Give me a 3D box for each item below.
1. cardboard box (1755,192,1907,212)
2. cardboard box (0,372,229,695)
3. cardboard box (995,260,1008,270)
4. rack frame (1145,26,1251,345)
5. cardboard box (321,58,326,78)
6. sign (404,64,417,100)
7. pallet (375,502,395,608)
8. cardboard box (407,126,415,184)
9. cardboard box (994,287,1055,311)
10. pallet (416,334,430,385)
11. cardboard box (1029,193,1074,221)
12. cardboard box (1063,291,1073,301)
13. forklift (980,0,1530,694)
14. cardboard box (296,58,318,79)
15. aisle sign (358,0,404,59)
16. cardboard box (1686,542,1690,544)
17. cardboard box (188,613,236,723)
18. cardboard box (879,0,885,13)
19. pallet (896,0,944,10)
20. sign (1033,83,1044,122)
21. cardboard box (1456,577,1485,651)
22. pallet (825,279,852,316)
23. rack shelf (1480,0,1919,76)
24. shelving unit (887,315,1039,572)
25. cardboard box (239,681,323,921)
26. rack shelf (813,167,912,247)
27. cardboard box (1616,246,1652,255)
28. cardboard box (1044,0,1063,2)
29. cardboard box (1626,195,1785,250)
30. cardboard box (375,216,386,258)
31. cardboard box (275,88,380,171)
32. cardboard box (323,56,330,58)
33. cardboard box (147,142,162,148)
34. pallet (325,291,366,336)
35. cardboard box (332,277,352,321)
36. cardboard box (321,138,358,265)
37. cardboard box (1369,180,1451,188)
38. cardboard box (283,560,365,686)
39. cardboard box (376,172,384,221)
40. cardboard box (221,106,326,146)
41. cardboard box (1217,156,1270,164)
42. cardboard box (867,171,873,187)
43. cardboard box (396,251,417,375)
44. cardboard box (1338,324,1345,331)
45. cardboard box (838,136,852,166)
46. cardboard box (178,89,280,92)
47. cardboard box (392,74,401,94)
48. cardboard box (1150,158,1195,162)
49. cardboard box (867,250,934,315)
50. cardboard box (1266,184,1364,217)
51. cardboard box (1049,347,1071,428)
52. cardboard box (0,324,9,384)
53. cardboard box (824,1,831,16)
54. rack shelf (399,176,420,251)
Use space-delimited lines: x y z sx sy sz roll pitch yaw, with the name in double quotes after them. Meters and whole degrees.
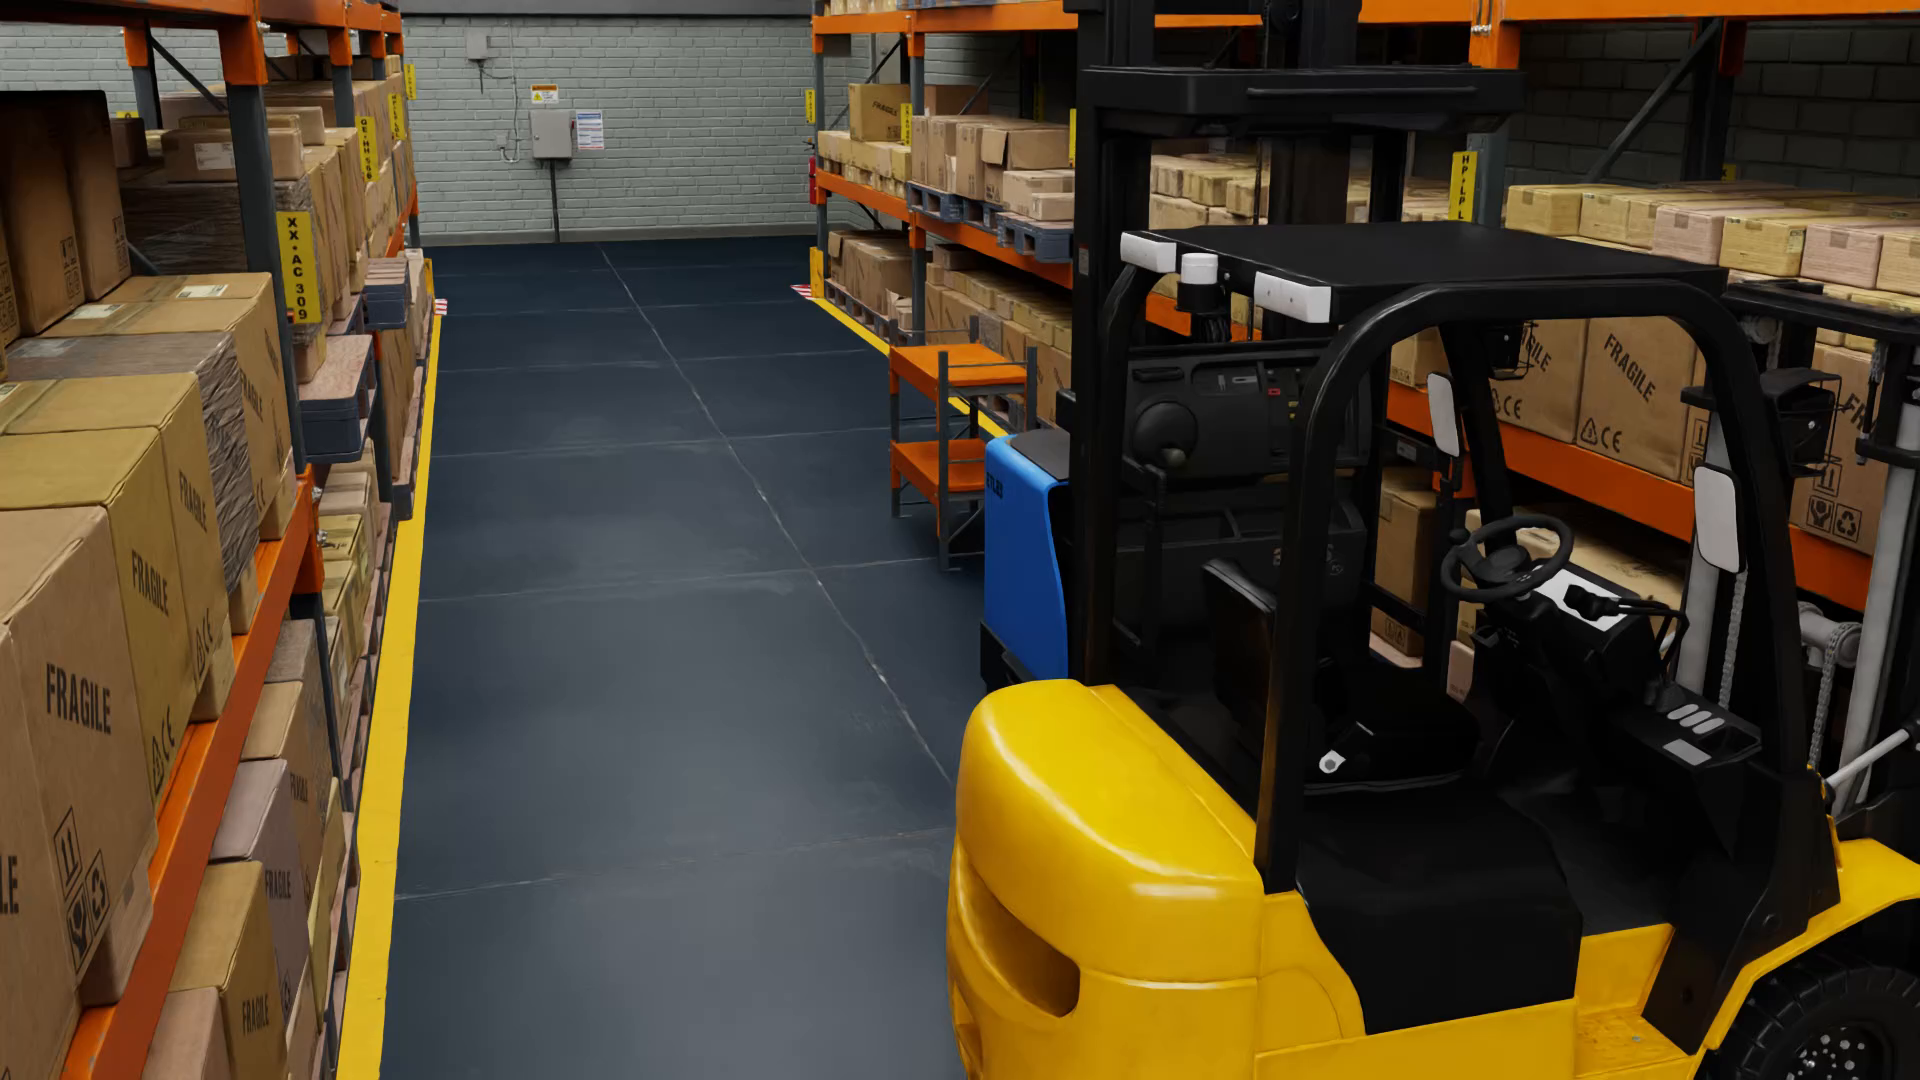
2.790 -1.029 5.345 0.380 0.149 0.250 -5 17 -16 "cardboard box"
-1.673 -0.004 3.062 0.500 0.500 0.500 -5 17 -16 "cardboard box"
0.477 -2.186 13.502 0.380 0.149 0.250 -5 18 -17 "cardboard box"
1.198 -1.844 9.875 1.000 3.000 0.127 -5 17 -15 "rack frame"
-4.707 -3.639 12.812 0.380 0.149 0.250 -5 17 -16 "cardboard box"
-5.247 -4.370 15.862 0.100 0.325 0.005 -5 17 -15 "sign"
-3.360 0.102 8.247 1.003 0.211 1.213 -5 17 -15 "pallet"
-5.385 -3.598 15.543 0.500 0.500 0.500 -5 17 -15 "cardboard box"
0.463 -1.716 11.937 0.380 0.149 0.250 -5 17 -15 "cardboard box"
-4.807 -1.438 13.371 1.003 0.211 1.213 -5 17 -15 "pallet"
0.648 -2.076 10.355 0.380 0.149 0.250 -4 17 -14 "cardboard box"
0.947 -1.681 11.820 0.380 0.149 0.250 -5 17 -15 "cardboard box"
0.981 -0.423 5.266 1.130 2.935 3.031 -5 17 -15 "forklift"
-5.032 -3.535 12.469 0.380 0.149 0.250 -4 17 -14 "cardboard box"
-5.494 -4.952 15.706 0.394 0.787 0.004 -5 17 -15 "aisle sign"
2.772 0.160 5.518 0.500 0.250 0.500 -5 17 -16 "cardboard box"
-1.664 0.264 3.297 0.380 0.149 0.250 -5 17 -15 "cardboard box"
-0.477 -4.554 14.120 0.380 0.149 0.250 -5 17 -15 "cardboard box"
0.210 -4.111 12.535 1.213 0.211 1.003 -5 17 -15 "pallet"
0.631 -3.549 13.542 0.100 0.325 0.005 -5 17 -15 "sign"
2.133 0.297 5.928 0.500 0.250 0.500 -5 17 -16 "cardboard box"
-0.760 -2.479 16.839 1.003 0.211 1.213 -5 17 -15 "pallet"
2.847 -1.276 4.022 1.077 0.370 4.000 -5 17 -15 "rack shelf"
-0.002 -0.541 8.796 0.538 1.125 1.048 -5 17 -15 "shelving unit"
-1.912 0.696 4.167 0.500 0.500 0.500 -4 17 -14 "cardboard box"
-0.451 -3.159 15.504 1.077 0.370 4.000 -5 17 -15 "rack shelf"
2.303 -0.845 5.251 0.380 0.149 0.250 -5 17 -15 "cardboard box"
0.823 -3.331 9.874 0.500 0.250 0.500 -5 18 -17 "cardboard box"
2.337 -0.991 5.220 0.380 0.149 0.250 -5 17 -16 "cardboard box"
-3.763 -1.820 10.057 0.500 0.250 0.500 -4 17 -13 "cardboard box"
-3.747 -2.413 9.860 0.500 0.500 0.500 -4 17 -14 "cardboard box"
-5.627 -4.093 14.323 0.380 0.149 0.250 -5 17 -15 "cardboard box"
-3.370 -1.409 7.007 0.500 0.500 0.500 -4 17 -14 "cardboard box"
-2.990 -0.814 6.781 1.003 0.211 1.213 -5 17 -15 "pallet"
-2.654 -0.965 6.657 0.380 0.149 0.250 -4 17 -13 "cardboard box"
-2.889 -1.456 7.165 0.500 0.500 0.500 -6 18 -19 "cardboard box"
2.107 -1.567 7.652 0.380 0.149 0.250 -5 17 -16 "cardboard box"
-2.822 0.370 6.343 0.950 0.372 0.625 -4 17 -12 "cardboard box"
-3.742 -2.059 9.985 0.500 0.250 0.500 -5 17 -15 "cardboard box"
-2.853 -1.722 6.922 0.380 0.149 0.250 -6 18 -18 "cardboard box"
1.661 -2.065 9.310 0.380 0.149 0.250 -4 17 -14 "cardboard box"
-0.639 -3.326 15.248 0.380 0.149 0.250 -5 17 -15 "cardboard box"
-4.426 -1.575 11.944 0.875 0.875 0.875 -4 17 -14 "cardboard box"
1.764 -0.923 7.070 0.500 0.250 0.500 -5 17 -16 "cardboard box"
-0.854 -3.701 15.802 0.500 0.250 0.500 -5 17 -16 "cardboard box"
-4.246 -2.378 9.744 0.500 0.500 0.500 -5 17 -15 "cardboard box"
-4.970 -3.657 13.999 0.500 0.500 0.500 -5 17 -16 "cardboard box"
1.077 -2.017 9.151 0.380 0.149 0.250 -4 17 -14 "cardboard box"
-0.441 -2.357 15.200 0.700 0.500 0.500 -5 18 -17 "cardboard box"
1.610 -1.524 7.509 0.380 0.149 0.250 -5 17 -15 "cardboard box"
0.875 -0.947 10.507 0.500 0.500 0.500 -4 17 -14 "cardboard box"
-2.100 -0.453 2.817 0.700 0.500 0.500 -5 17 -16 "cardboard box"
-1.137 -5.266 16.492 0.380 0.149 0.250 -4 17 -14 "cardboard box"
-5.223 -2.765 14.194 1.077 0.370 4.000 -5 17 -15 "rack shelf"
